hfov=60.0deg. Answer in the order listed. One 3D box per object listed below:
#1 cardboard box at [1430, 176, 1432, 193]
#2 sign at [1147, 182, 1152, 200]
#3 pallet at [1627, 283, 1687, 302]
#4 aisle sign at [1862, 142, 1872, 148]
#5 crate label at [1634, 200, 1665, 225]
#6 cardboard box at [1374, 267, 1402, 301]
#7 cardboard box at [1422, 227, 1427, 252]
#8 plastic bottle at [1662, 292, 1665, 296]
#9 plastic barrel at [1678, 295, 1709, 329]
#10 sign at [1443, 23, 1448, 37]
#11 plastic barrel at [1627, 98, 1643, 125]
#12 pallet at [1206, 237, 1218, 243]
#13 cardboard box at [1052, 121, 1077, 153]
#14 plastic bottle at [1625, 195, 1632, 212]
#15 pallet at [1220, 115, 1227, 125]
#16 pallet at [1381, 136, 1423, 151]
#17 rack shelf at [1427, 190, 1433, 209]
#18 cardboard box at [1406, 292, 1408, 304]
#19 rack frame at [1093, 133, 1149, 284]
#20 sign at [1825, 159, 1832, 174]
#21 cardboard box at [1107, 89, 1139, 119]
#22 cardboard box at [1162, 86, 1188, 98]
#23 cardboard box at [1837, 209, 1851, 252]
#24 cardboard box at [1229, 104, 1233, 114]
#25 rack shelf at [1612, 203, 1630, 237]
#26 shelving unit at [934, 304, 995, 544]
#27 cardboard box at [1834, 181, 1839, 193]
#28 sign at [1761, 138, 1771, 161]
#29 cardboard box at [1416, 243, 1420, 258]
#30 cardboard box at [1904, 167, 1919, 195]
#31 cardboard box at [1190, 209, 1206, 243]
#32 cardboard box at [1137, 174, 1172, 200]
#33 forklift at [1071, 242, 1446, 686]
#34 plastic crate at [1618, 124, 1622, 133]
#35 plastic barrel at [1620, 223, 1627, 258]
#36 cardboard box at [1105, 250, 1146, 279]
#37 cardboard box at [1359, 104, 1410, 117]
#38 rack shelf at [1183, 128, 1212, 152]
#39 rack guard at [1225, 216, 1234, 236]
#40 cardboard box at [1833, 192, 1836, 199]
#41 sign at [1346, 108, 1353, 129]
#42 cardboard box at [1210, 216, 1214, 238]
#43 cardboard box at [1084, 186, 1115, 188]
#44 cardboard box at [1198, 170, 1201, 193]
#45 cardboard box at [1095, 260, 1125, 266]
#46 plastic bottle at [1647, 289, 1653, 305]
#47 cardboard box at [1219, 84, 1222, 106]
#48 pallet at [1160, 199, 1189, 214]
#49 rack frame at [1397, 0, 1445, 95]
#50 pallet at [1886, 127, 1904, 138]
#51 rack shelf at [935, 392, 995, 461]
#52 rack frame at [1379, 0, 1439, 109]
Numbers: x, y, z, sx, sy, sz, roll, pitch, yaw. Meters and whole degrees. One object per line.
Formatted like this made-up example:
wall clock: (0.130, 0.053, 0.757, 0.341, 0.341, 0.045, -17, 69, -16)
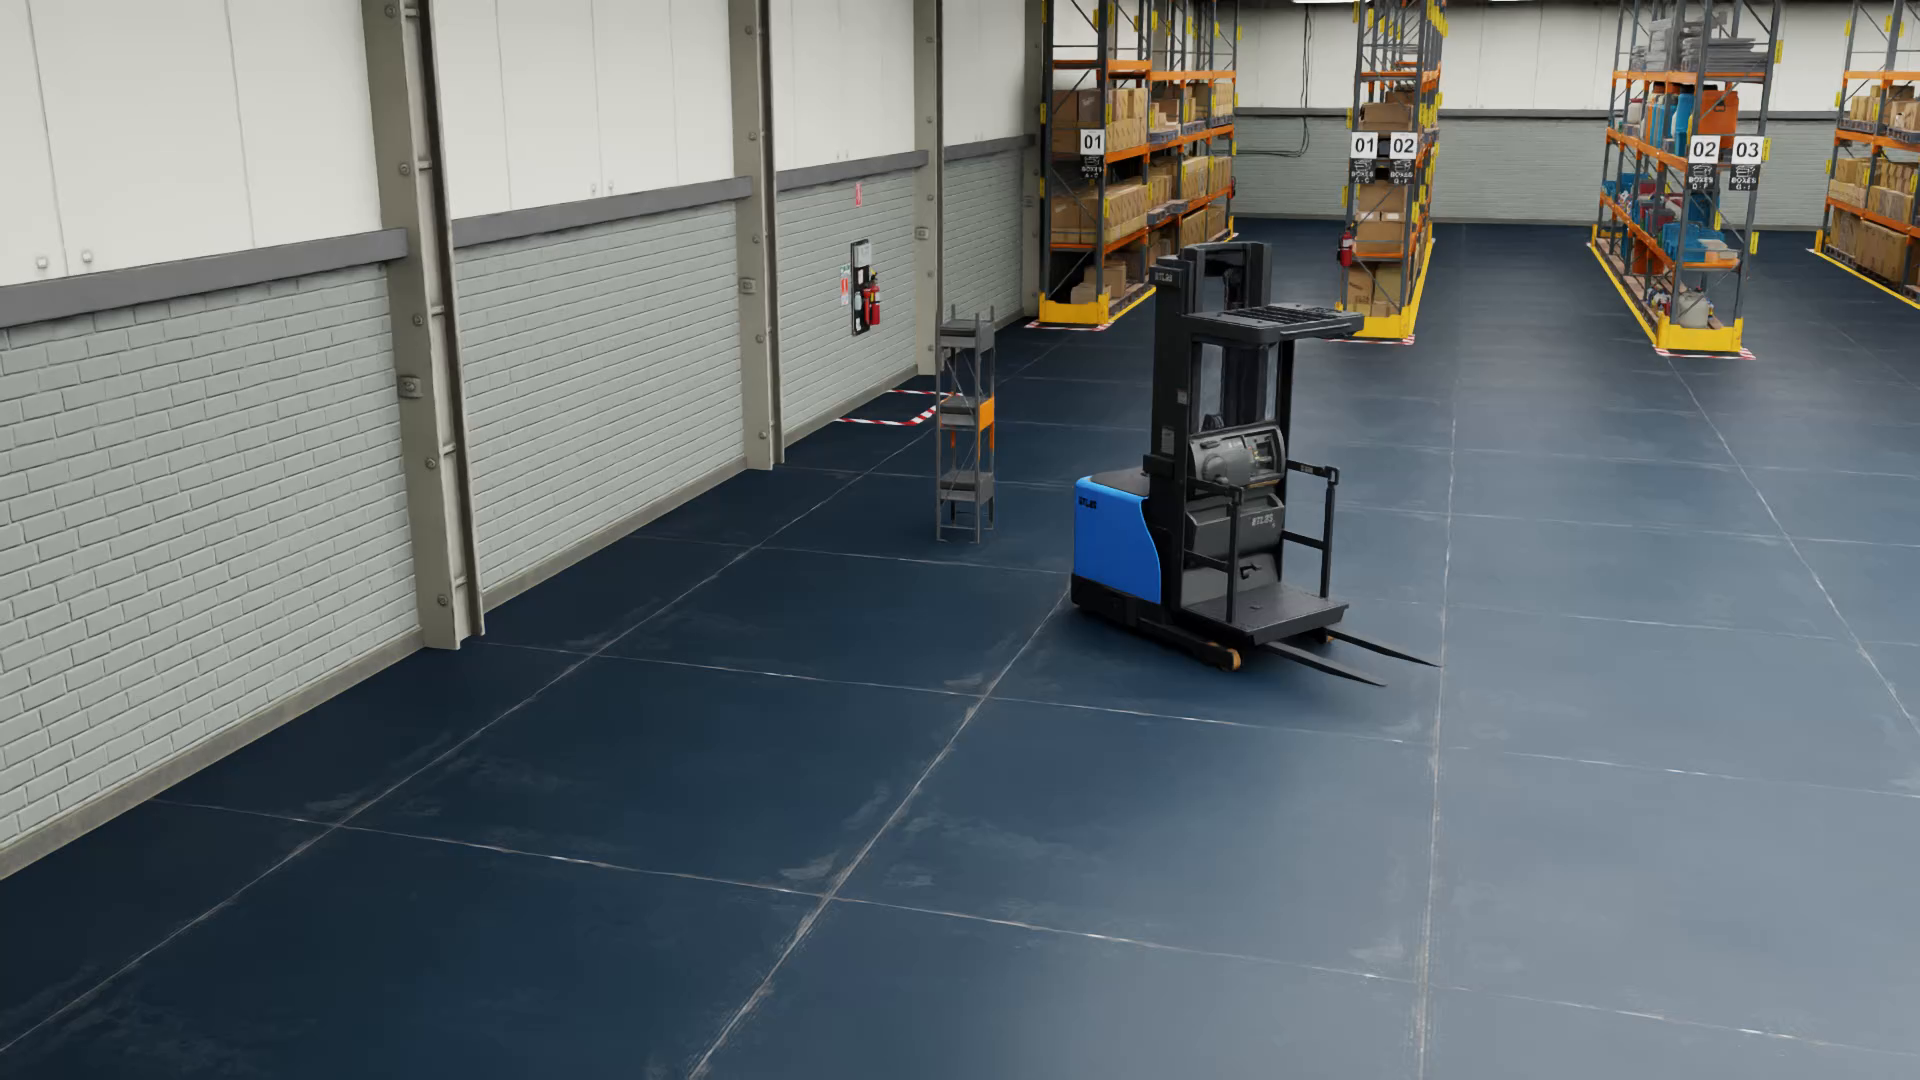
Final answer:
cardboard box: (10.907, -8.462, 39.404, 0.500, 0.500, 0.500, 4, 16, 15)
sign: (3.569, -6.570, 31.331, 0.100, 0.325, 0.005, 5, 16, 16)
pallet: (13.076, -4.613, 31.126, 1.003, 0.211, 1.213, 5, 16, 16)
aisle sign: (21.013, -9.427, 38.226, 0.394, 0.787, 0.004, 5, 16, 16)
crate label: (13.141, -6.250, 31.724, 0.502, 0.435, 0.616, 5, 16, 16)
cardboard box: (7.167, -4.258, 27.661, 0.500, 0.500, 0.500, 5, 16, 16)
cardboard box: (10.205, -6.761, 37.366, 0.500, 0.500, 0.500, 5, 16, 16)
plastic bottle: (11.993, -4.098, 28.396, 0.097, 0.271, 0.097, 0, 16, 0)
plastic barrel: (11.522, -3.562, 26.102, 0.421, 0.512, 0.421, 0, 16, 0)
sign: (11.734, -12.314, 40.170, 0.100, 0.325, 0.005, 5, 16, 16)
plastic barrel: (14.429, -9.111, 35.358, 0.433, 0.535, 0.433, 0, 16, 0)
pallet: (5.611, -7.138, 40.030, 1.003, 0.211, 1.213, 5, 16, 16)
cardboard box: (1.786, -6.777, 27.929, 0.500, 0.500, 0.500, 6, 17, 20)
plastic bottle: (13.798, -6.925, 34.257, 0.144, 0.351, 0.185, 5, 16, 16)
pallet: (5.911, -10.219, 40.445, 1.003, 0.211, 1.213, 5, 16, 16)
pallet: (7.231, -6.668, 27.926, 1.003, 0.211, 1.213, 5, 16, 16)
rack shelf: (10.639, -8.081, 39.561, 1.077, 0.370, 4.000, 5, 16, 16)
cardboard box: (7.454, -4.159, 28.684, 0.500, 0.250, 0.500, 5, 16, 16)
rack frame: (3.047, -6.194, 31.590, 1.000, 3.000, 0.127, 5, 16, 16)
sign: (20.174, -8.680, 38.624, 0.100, 0.325, 0.005, 5, 16, 16)
cardboard box: (2.880, -7.742, 29.499, 0.500, 0.500, 0.500, 4, 16, 14)
cardboard box: (4.802, -9.985, 37.095, 0.500, 0.250, 0.500, 4, 16, 14)
cardboard box: (20.341, -6.949, 37.377, 0.875, 0.875, 0.875, 5, 16, 16)
cardboard box: (6.503, -10.742, 41.451, 0.500, 0.250, 0.500, 5, 17, 18)
rack shelf: (14.251, -6.649, 34.514, 1.077, 0.370, 4.000, 5, 16, 16)
shelving unit: (0.047, -1.053, 15.116, 0.431, 2.100, 0.503, 5, 16, 16)
cardboard box: (20.168, -8.011, 37.726, 0.500, 0.250, 0.500, 4, 16, 15)
sign: (11.935, -5.783, 24.627, 0.100, 0.325, 0.005, 5, 16, 16)
cardboard box: (9.021, -5.850, 33.620, 0.500, 0.311, 0.500, 5, 17, 17)
cardboard box: (18.842, -6.979, 32.337, 0.797, 0.503, 0.637, 5, 17, 17)
cardboard box: (5.260, -7.275, 38.570, 0.750, 0.750, 0.750, 5, 17, 17)
cardboard box: (4.060, -7.376, 34.770, 0.700, 0.500, 0.500, 3, 16, 9)
forklift: (2.167, -0.615, 12.047, 1.130, 2.935, 3.031, -11, 19, -35)
plastic crate: (14.650, -8.994, 36.354, 0.450, 0.188, 0.662, 5, 16, 16)
plastic barrel: (14.648, -6.570, 35.992, 0.600, 0.901, 0.708, 5, 16, 16)
cardboard box: (3.240, -5.397, 32.555, 0.700, 0.500, 0.500, 5, 17, 18)
cardboard box: (7.208, -7.152, 28.255, 0.797, 0.503, 0.637, 7, 17, 22)
rack shelf: (4.752, -8.861, 36.813, 1.077, 0.370, 4.000, 5, 16, 16)
rack guard: (6.464, -8.137, 43.022, 1.175, 0.500, 0.348, 5, 16, 16)
cardboard box: (20.143, -7.859, 37.920, 0.380, 0.149, 0.250, 4, 16, 15)
sign: (6.144, -6.641, 26.191, 0.100, 0.325, 0.005, 5, 16, 16)
cardboard box: (5.777, -7.605, 40.377, 0.700, 0.500, 0.500, 4, 16, 15)
cardboard box: (2.562, -6.250, 30.653, 0.500, 0.500, 0.500, 5, 16, 16)
cardboard box: (5.144, -8.082, 37.483, 0.500, 0.500, 0.500, 5, 16, 16)
cardboard box: (2.790, -4.928, 30.903, 0.500, 0.500, 0.500, 3, 16, 12)
plastic bottle: (11.969, -4.191, 28.713, 0.152, 0.276, 0.135, 5, 17, 18)
cardboard box: (5.932, -10.568, 39.464, 0.500, 0.500, 0.500, 4, 16, 15)
pallet: (4.083, -6.953, 34.619, 1.213, 0.211, 1.003, 5, 16, 16)
rack frame: (11.208, -11.836, 40.489, 1.000, 3.000, 0.127, 5, 16, 16)
pallet: (19.354, -8.242, 33.664, 0.805, 0.209, 1.217, 4, 16, 14)
rack shelf: (0.047, -1.040, 15.120, 0.431, 0.518, 0.480, 5, 16, 16)
rack frame: (8.934, -9.743, 33.110, 1.000, 3.000, 0.127, 5, 16, 16)
